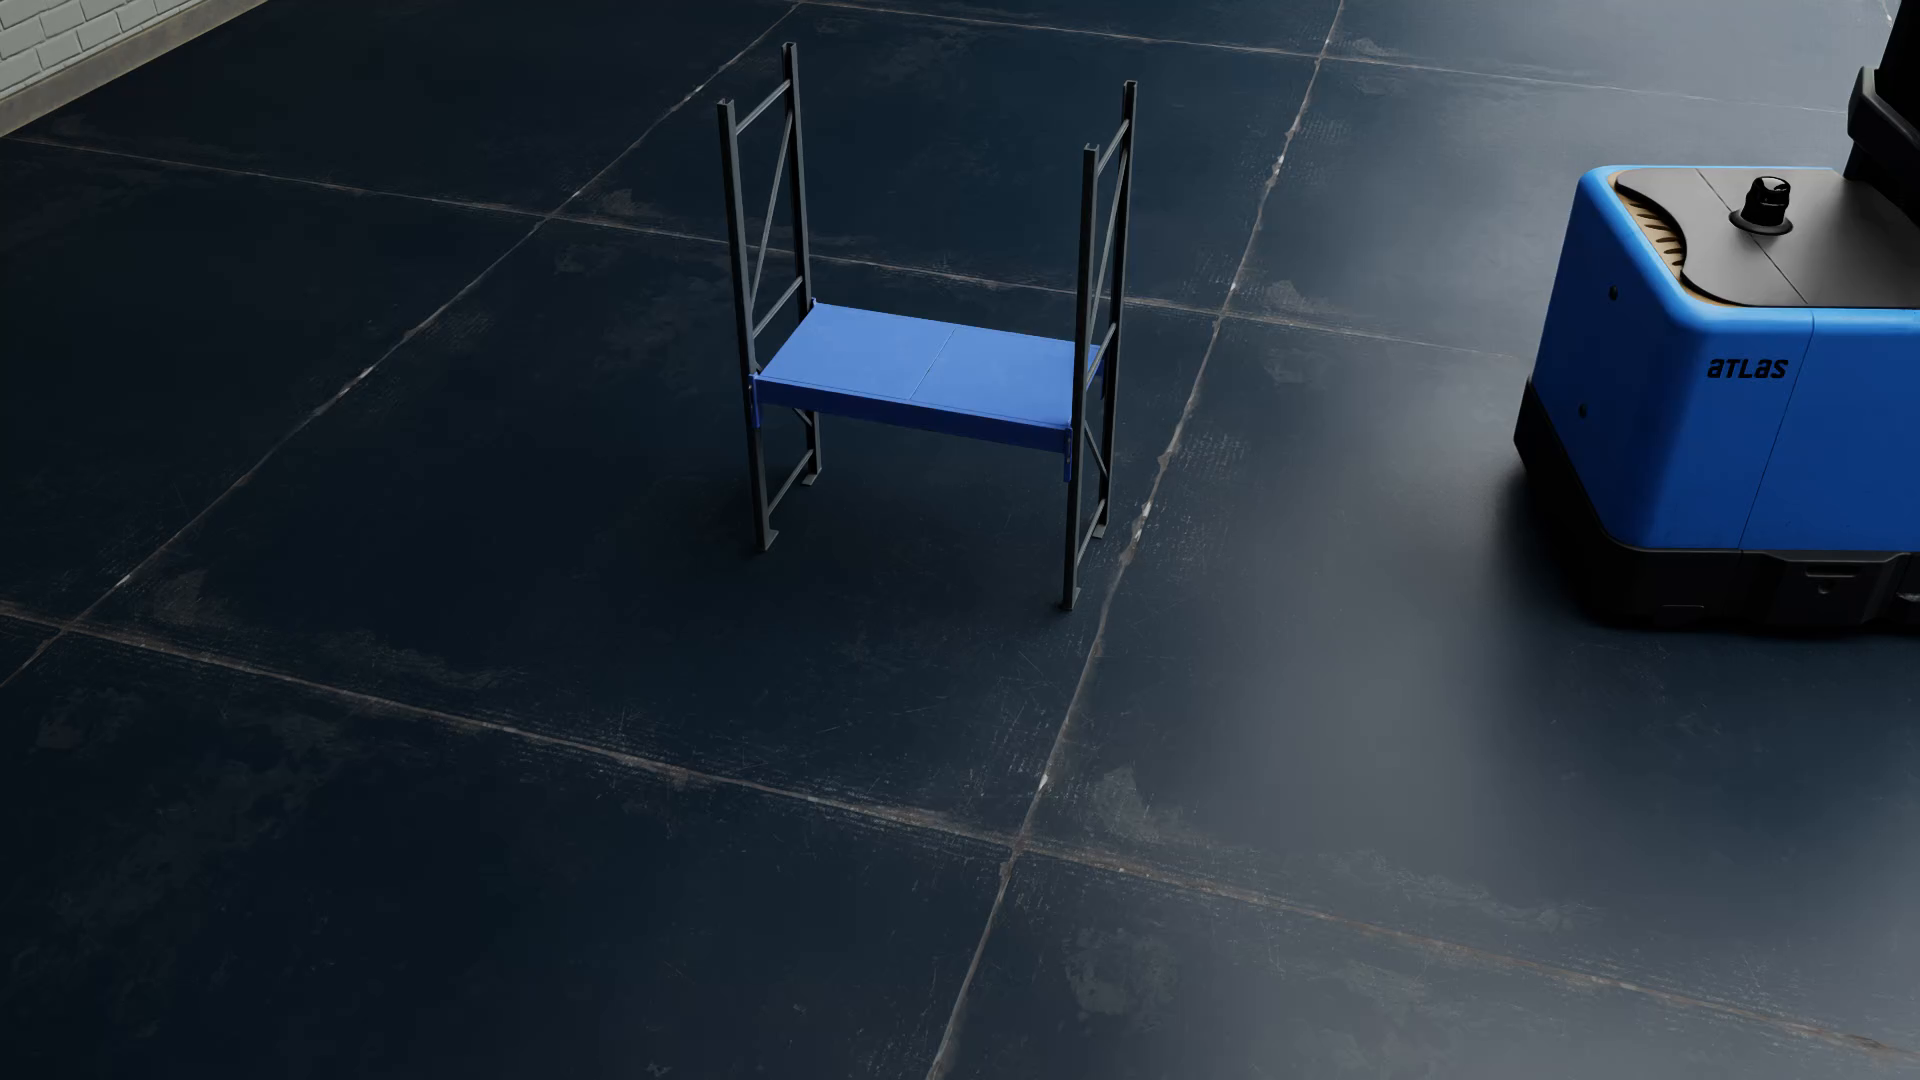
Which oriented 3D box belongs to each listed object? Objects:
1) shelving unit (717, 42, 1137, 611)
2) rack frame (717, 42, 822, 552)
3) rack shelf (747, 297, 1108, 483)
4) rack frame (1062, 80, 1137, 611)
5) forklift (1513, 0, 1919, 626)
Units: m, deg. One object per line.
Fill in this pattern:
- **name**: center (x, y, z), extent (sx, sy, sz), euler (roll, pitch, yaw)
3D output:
- **shelving unit**: center (-0.081, -0.619, 4.989), extent (1.048, 1.500, 0.538), euler (10, 38, 14)
- **rack frame**: center (-0.567, -0.709, 5.111), extent (0.032, 1.500, 0.500), euler (10, 38, 14)
- **rack shelf**: center (-0.081, -0.474, 5.096), extent (1.000, 0.185, 0.538), euler (10, 38, 14)
- **rack frame**: center (0.404, -0.529, 4.867), extent (0.032, 1.500, 0.500), euler (10, 38, 14)
- **forklift**: center (3.422, -1.193, 4.561), extent (3.031, 2.935, 1.130), euler (1, 36, 1)
